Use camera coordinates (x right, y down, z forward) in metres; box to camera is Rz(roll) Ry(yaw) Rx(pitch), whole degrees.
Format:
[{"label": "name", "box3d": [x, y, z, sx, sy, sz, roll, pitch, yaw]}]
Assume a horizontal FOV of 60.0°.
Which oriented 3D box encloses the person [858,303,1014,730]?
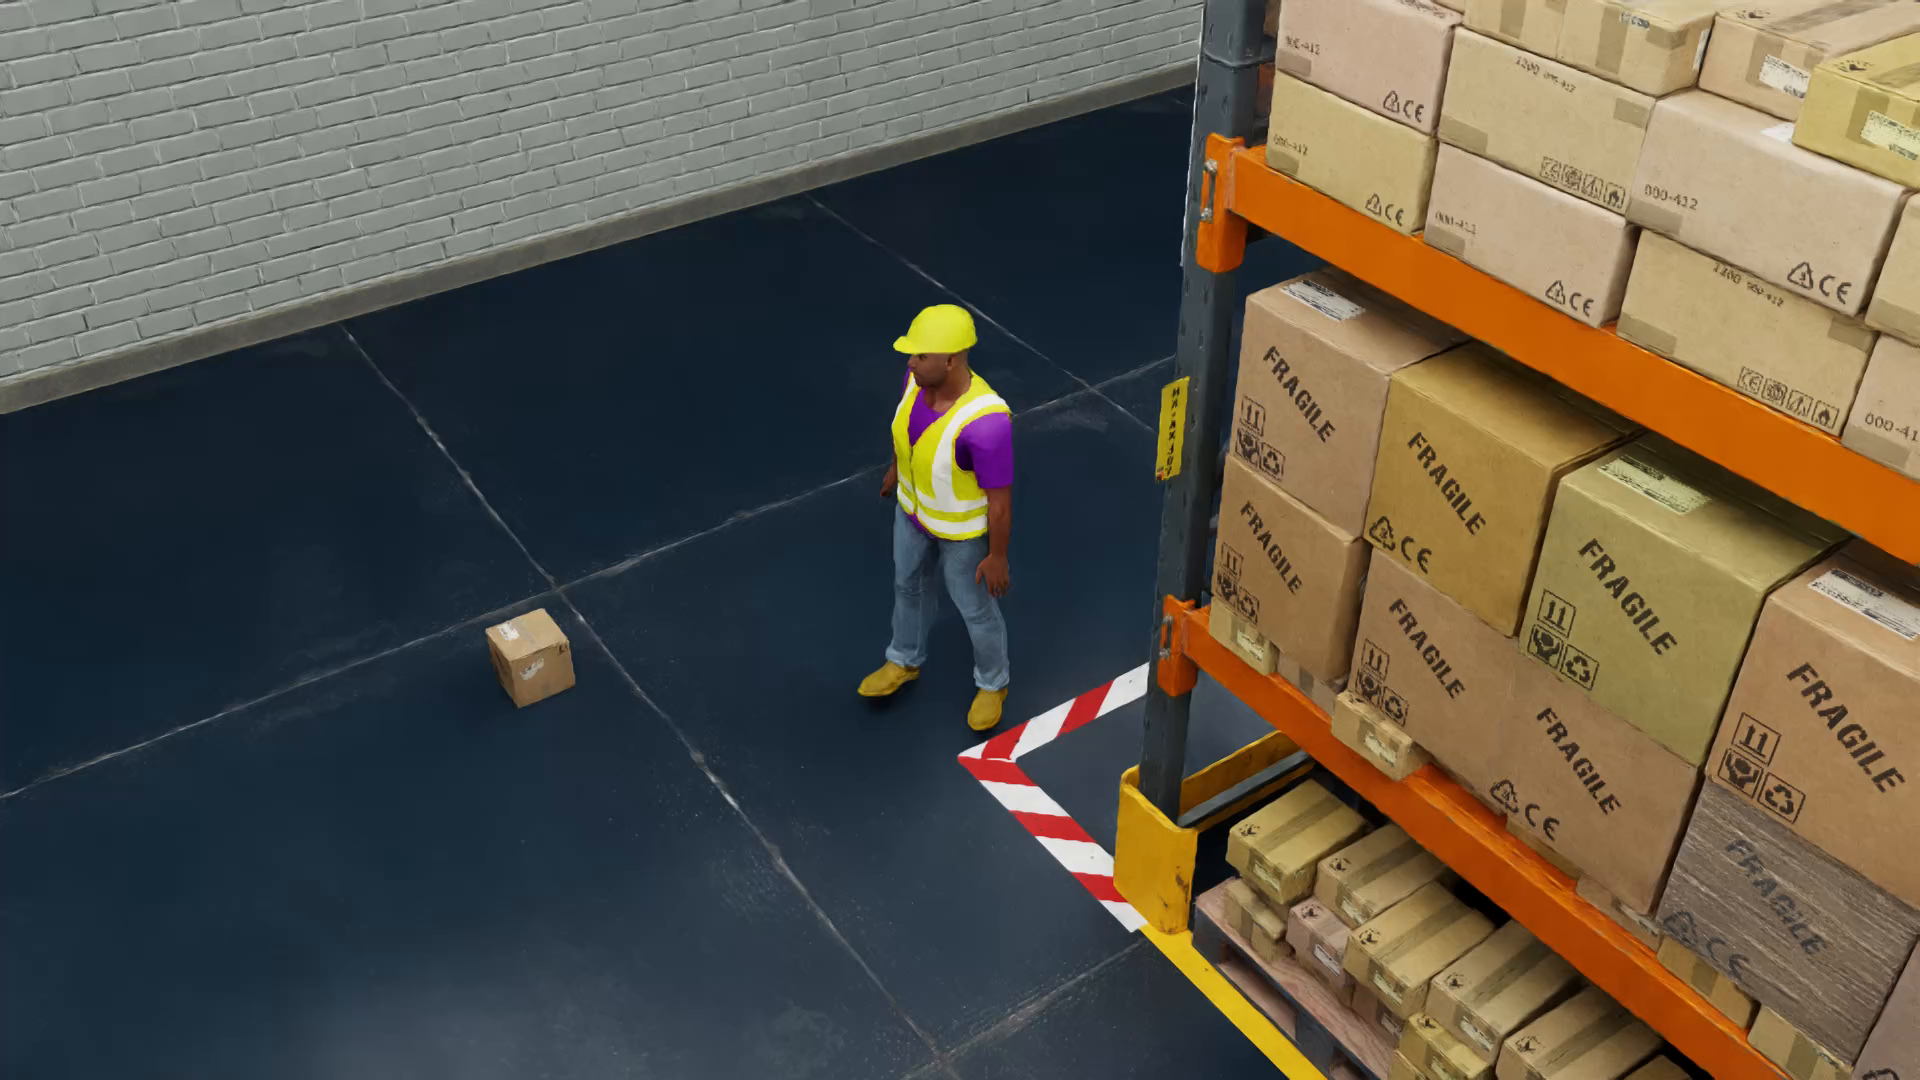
[{"label": "person", "box3d": [-0.108, -0.087, 6.198, 0.528, 1.766, 0.764, -26, 43, -31]}]
